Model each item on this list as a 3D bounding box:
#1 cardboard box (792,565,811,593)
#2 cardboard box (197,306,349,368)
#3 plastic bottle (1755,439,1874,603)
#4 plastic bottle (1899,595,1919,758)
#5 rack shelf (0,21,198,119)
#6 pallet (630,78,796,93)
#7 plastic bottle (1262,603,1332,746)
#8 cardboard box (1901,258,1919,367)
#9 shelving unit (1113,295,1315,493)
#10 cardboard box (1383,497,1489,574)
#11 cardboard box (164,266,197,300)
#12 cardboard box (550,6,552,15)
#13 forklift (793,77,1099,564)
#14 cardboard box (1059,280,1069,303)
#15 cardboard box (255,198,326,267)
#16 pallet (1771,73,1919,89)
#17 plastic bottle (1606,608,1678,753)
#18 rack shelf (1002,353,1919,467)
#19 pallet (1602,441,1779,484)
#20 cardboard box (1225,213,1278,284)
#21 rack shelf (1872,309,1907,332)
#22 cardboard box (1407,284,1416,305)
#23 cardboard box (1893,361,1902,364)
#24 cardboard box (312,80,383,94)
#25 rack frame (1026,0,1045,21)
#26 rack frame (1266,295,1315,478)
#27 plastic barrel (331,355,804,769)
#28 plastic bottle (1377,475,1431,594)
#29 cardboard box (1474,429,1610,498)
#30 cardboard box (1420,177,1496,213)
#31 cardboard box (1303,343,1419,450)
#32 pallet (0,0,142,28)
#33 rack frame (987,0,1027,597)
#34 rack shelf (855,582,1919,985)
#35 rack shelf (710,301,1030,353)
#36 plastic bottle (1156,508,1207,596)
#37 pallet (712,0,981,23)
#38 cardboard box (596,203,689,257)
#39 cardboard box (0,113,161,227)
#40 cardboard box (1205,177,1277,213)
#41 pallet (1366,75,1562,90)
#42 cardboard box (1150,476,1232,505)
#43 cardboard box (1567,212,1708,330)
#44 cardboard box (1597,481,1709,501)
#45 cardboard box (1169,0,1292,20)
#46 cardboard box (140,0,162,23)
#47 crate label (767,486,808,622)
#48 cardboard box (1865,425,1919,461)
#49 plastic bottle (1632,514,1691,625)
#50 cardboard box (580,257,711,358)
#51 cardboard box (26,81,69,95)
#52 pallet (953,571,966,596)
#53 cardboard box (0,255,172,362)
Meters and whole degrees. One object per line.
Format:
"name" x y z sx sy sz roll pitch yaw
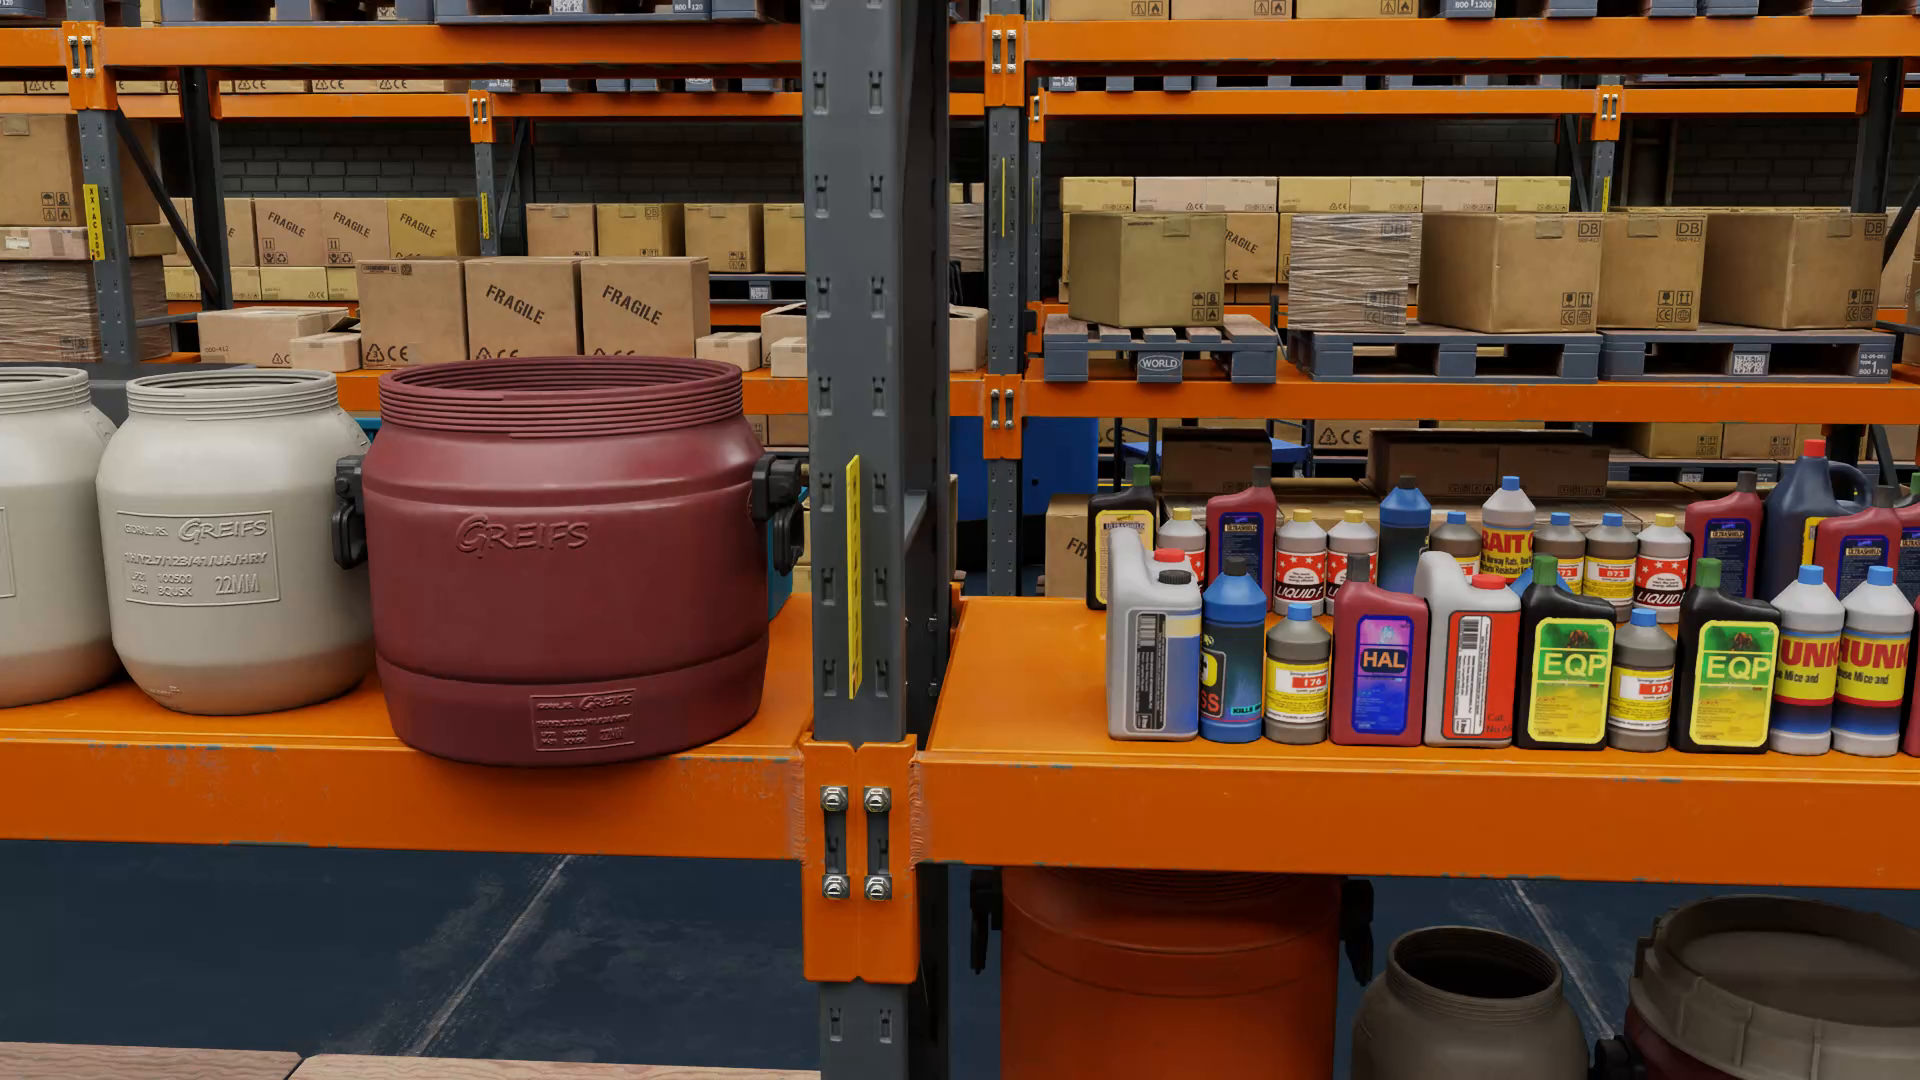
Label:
"cardboard box" -0.837 0.183 7.756 0.500 0.250 0.500 1 12 3
"cardboard box" -3.278 -0.977 7.979 0.500 0.250 0.500 2 12 7
"plastic bottle" 1.612 -0.013 3.123 0.185 0.351 0.144 1 12 4
"plastic bottle" 1.444 0.173 2.402 0.133 0.283 0.061 1 12 4
"rack shelf" -5.768 -2.192 7.850 4.000 0.370 1.077 1 12 4
"pallet" -1.801 -3.393 12.294 1.003 0.211 1.213 1 12 4
"plastic bottle" 0.505 0.196 2.489 0.097 0.201 0.097 0 12 0
"cardboard box" 4.726 -1.033 7.637 0.500 0.500 0.500 1 12 5
"shelving unit" 1.486 -0.654 9.731 1.048 1.500 0.538 -4 13 -19
"cardboard box" 2.198 0.099 7.498 0.500 0.500 0.500 0 12 2
"cardboard box" -5.944 -1.967 12.665 0.500 0.250 0.500 1 12 3
"cardboard box" -2.905 -3.759 12.317 0.500 0.500 0.500 3 12 12
"forklift" -0.263 -1.550 10.522 1.130 2.935 3.031 -5 13 -24
"cardboard box" 0.859 -1.840 12.305 0.250 0.149 0.380 1 12 3
"cardboard box" -4.938 -2.322 12.527 0.500 0.500 0.500 0 12 2
"pallet" 6.567 -3.345 11.823 1.213 0.211 1.003 1 12 4
"plastic bottle" 1.003 0.203 2.457 0.097 0.201 0.097 0 12 0
"rack shelf" 2.214 -0.614 7.634 4.000 0.370 1.077 1 12 4
"pallet" 5.290 -0.559 12.427 1.213 0.211 1.003 1 12 4
"cardboard box" 2.030 -2.135 12.128 0.500 0.500 0.500 1 12 4
"rack shelf" 6.532 -1.571 12.210 4.000 0.370 1.077 1 12 4
"cardboard box" 3.165 -1.804 12.132 0.250 0.149 0.380 1 12 4
"cardboard box" 6.952 -1.237 12.353 0.250 0.149 0.380 1 12 5
"cardboard box" -4.469 -3.553 12.309 0.500 0.500 0.500 0 12 -1
"rack frame" 0.546 -4.942 11.915 0.127 3.000 1.000 1 12 4
"rack frame" 1.964 -0.689 9.900 0.032 1.500 0.500 -4 13 -19
"plastic barrel" -0.599 0.007 2.574 0.708 0.536 0.600 1 12 4
"plastic bottle" 0.854 0.011 3.204 0.097 0.271 0.097 0 12 0
"cardboard box" 2.745 -0.368 7.899 0.500 0.250 0.500 1 12 4
"cardboard box" 3.544 -2.485 11.972 0.500 0.250 0.500 1 12 5
"cardboard box" 2.993 -1.098 12.416 0.750 0.750 0.750 1 12 5
"pallet" -4.625 -2.479 7.685 1.213 0.211 1.003 1 12 4
"rack frame" 0.219 -0.993 7.691 0.127 3.000 1.000 1 12 4
"rack shelf" 1.879 0.398 2.797 4.000 0.370 1.077 1 12 4
"rack shelf" -1.450 -1.681 12.734 4.000 0.370 1.077 1 12 4
"plastic bottle" 0.430 0.039 3.239 0.097 0.201 0.097 0 12 0
"pallet" -0.465 -2.360 7.360 1.003 0.211 1.213 1 12 6
"cardboard box" -2.383 -2.301 12.625 0.500 0.500 0.700 2 12 10
"cardboard box" -4.216 -1.737 7.833 0.500 0.500 0.700 1 12 4
"cardboard box" 2.017 -2.505 12.065 0.500 0.250 0.500 1 12 4
"pallet" 3.619 -3.328 11.992 1.217 0.209 0.805 0 12 1
"cardboard box" 1.167 -0.020 8.070 0.500 0.500 0.500 1 12 6
"cardboard box" 3.062 -1.242 7.609 0.500 0.500 0.700 3 12 13
"cardboard box" 3.210 0.008 7.934 0.500 0.500 0.500 1 12 5
"cardboard box" 1.165 -2.505 7.345 0.500 0.500 0.910 1 12 4
"cardboard box" -6.059 -4.054 12.264 0.500 0.500 0.500 1 12 5
"crate label" -0.511 0.018 3.265 0.416 0.233 0.303 1 12 4
"cardboard box" 6.822 -0.881 12.232 0.500 0.500 0.700 0 12 2
"plastic bottle" 1.340 0.052 3.179 0.097 0.201 0.097 0 12 0
"cardboard box" -1.457 -1.062 7.775 0.500 0.500 0.500 0 12 1
"cardboard box" -6.586 -3.572 12.397 0.500 0.500 0.500 2 12 8
"pallet" -0.600 0.352 8.069 1.213 0.211 1.003 1 12 4
"cardboard box" -4.216 -1.102 7.965 0.500 0.500 0.700 0 12 2
